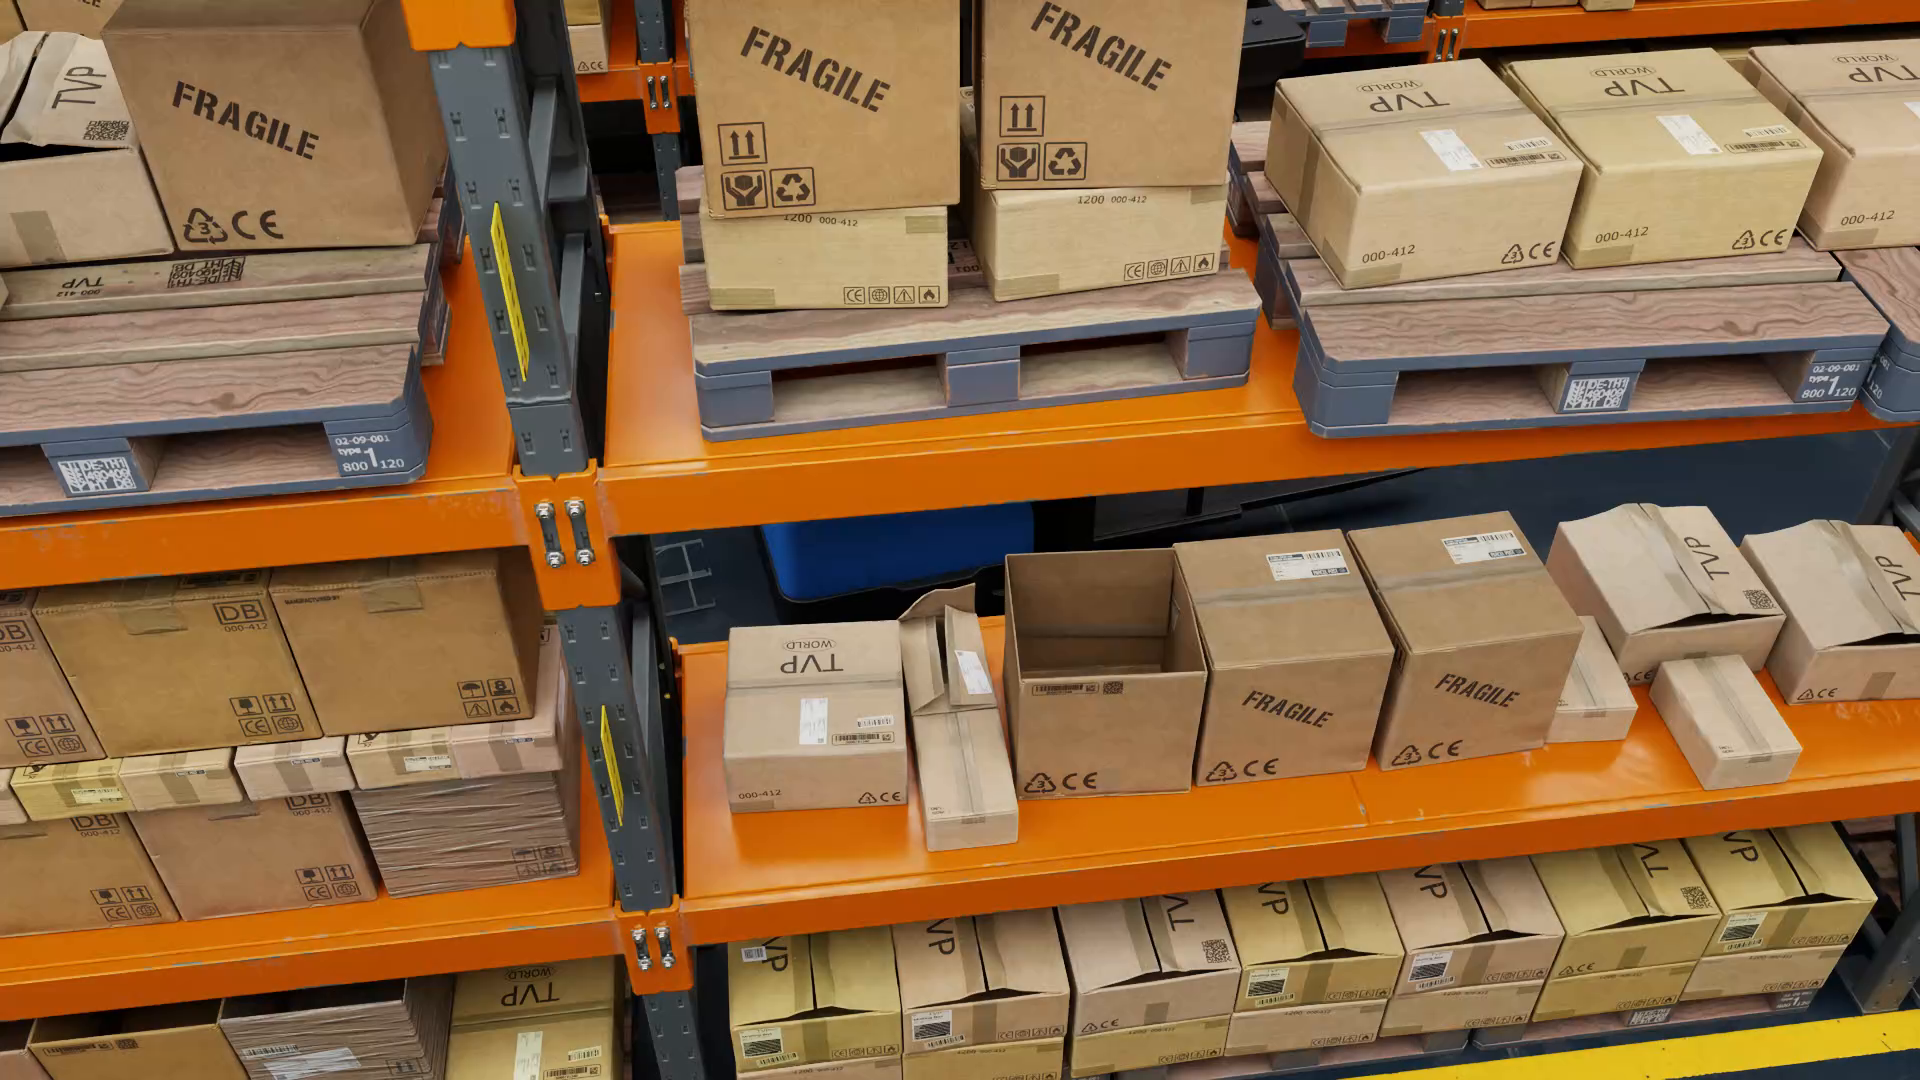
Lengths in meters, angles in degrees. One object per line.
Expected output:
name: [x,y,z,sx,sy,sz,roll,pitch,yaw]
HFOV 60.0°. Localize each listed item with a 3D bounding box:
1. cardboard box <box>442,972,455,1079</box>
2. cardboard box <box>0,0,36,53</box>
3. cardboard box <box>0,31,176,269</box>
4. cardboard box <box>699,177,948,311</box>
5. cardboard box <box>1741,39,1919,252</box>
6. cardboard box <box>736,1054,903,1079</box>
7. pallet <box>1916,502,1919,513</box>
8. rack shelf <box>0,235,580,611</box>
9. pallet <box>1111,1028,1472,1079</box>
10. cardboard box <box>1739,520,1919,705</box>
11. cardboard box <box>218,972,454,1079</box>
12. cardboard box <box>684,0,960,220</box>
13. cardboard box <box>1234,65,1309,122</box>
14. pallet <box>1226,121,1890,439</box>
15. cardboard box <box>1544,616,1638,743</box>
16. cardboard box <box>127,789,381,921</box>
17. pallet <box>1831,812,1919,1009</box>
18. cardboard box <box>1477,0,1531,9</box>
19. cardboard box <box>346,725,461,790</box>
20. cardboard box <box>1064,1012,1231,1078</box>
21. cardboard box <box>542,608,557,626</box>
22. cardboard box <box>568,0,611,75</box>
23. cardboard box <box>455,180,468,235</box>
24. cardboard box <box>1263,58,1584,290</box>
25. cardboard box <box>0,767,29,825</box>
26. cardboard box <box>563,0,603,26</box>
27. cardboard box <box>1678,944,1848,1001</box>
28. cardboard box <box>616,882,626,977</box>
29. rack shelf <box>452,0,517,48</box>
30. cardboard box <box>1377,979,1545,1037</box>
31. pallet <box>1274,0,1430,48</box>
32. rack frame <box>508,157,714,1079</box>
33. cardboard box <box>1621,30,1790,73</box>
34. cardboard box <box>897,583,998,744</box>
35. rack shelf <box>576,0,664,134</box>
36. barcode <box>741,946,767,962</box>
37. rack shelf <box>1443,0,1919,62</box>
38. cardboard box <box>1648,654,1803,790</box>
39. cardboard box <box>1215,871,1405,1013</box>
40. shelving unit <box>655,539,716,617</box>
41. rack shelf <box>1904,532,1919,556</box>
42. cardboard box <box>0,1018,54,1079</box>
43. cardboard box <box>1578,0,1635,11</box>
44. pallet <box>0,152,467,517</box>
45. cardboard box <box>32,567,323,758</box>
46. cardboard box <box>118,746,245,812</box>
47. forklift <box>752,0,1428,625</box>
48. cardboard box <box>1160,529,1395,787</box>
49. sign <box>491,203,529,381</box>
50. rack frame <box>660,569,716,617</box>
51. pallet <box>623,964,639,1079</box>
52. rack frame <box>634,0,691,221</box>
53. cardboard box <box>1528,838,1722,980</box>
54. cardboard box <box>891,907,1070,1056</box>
cardboard box: [-1.823,1.605,5.186,0.500,0.250,0.500,-5,42,-6]
cardboard box: [-4.503,-2.533,7.571,0.500,0.500,0.500,-5,42,-5]
cardboard box: [-1.963,-0.856,3.583,0.500,0.311,0.500,-7,43,-8]
cardboard box: [-0.282,-0.744,3.609,0.500,0.250,0.500,-1,42,-1]
cardboard box: [2.112,-0.910,3.793,0.500,0.250,0.500,-4,42,-4]
cardboard box: [-0.462,1.512,5.288,0.500,0.250,0.500,-6,42,-7]
pallet: [3.735,0.136,5.218,1.003,0.211,1.213,-5,42,-6]
rack shelf: [-2.877,-0.155,3.695,4.000,0.370,1.077,-5,42,-6]
pallet: [1.044,1.355,5.805,1.213,0.211,1.003,-5,42,-6]
cardboard box: [2.706,0.206,5.064,0.500,0.311,0.500,-3,42,-3]
cardboard box: [-1.823,1.325,4.936,0.500,0.500,0.500,-5,42,-6]
cardboard box: [-0.277,-1.002,3.336,0.500,0.500,0.500,-5,42,-5]
cardboard box: [1.719,-2.257,9.266,0.500,0.500,0.700,-4,42,-5]
pallet: [1.302,-0.656,3.854,1.213,0.211,1.003,-3,42,-4]
cardboard box: [1.815,0.412,4.957,0.250,0.149,0.380,-2,42,-2]
cardboard box: [-1.855,0.573,4.515,0.500,0.500,0.700,-5,42,-6]
pallet: [3.817,1.166,6.015,1.213,0.211,1.003,-5,42,-6]
cardboard box: [2.783,-2.908,8.622,0.250,0.149,0.380,-6,42,-6]
cardboard box: [-1.381,0.426,4.195,0.250,0.149,0.380,-6,42,-6]
cardboard box: [0.558,1.422,5.389,0.500,0.250,0.500,-6,42,-7]
cardboard box: [-1.186,0.134,4.518,0.250,0.149,0.380,-5,42,-6]
cardboard box: [-1.970,-2.481,8.074,0.500,0.250,0.500,-5,42,-5]
cardboard box: [-2.564,-1.890,8.859,0.500,0.500,0.500,-8,43,-9]
cardboard box: [1.010,-0.822,3.696,0.500,0.250,0.500,-8,43,-9]
cardboard box: [-2.395,0.515,4.096,0.250,0.149,0.380,-4,42,-4]
cardboard box: [-1.969,-2.756,7.818,0.500,0.500,0.500,-5,42,-6]
cardboard box: [2.582,1.243,5.587,0.500,0.250,0.500,-4,42,-5]
cardboard box: [-1.393,1.222,5.611,0.500,0.250,0.500,-5,42,-6]
rack shelf: [1.089,-1.468,3.210,4.000,0.370,1.077,-5,42,-6]
cardboard box: [1.572,1.332,5.488,0.500,0.250,0.500,-4,42,-5]
pallet: [1.733,-2.915,8.601,1.003,0.211,1.213,-5,42,-6]
rack frame: [-0.894,0.518,4.652,0.127,3.000,1.000,-5,42,-6]
cardboard box: [4.042,-2.526,9.317,0.750,0.750,0.750,-5,42,-6]
cardboard box: [-0.046,0.369,4.917,0.258,0.266,0.396,-6,42,-7]
rack shelf: [-3.523,-2.331,8.347,4.000,0.370,1.077,-5,42,-6]
barcode: [-0.587,1.180,4.738,0.075,0.075,0.001,-5,42,-6]
rack shelf: [4.409,-3.026,9.117,4.000,0.370,1.077,-5,42,-6]
cardboard box: [2.216,0.525,4.831,0.250,0.149,0.380,-5,42,-6]
cardboard box: [1.072,1.170,5.250,0.500,0.311,0.500,-4,42,-4]
shelving unit: [-1.656,0.258,7.034,1.200,0.189,0.258,-12,43,-13]
rack shelf: [5.055,0.264,5.470,4.000,0.370,1.077,-5,42,-6]
cardboard box: [-2.812,1.424,4.826,0.500,0.500,0.500,-5,42,-6]
cardboard box: [3.308,-2.891,8.604,0.250,0.149,0.380,-4,42,-4]
pallet: [-1.736,-0.472,3.576,1.213,0.211,1.003,-5,42,-6]
cardboard box: [-1.834,0.086,4.087,0.500,0.500,0.700,-5,42,-6]
cardboard box: [-1.901,0.474,4.142,0.250,0.149,0.380,-5,42,-6]
forklift: [0.600,-1.203,6.611,3.031,2.935,1.130,-11,43,-12]
cardboard box: [0.889,0.335,4.779,0.500,0.500,0.500,-5,42,-5]
sign: [-0.821,-0.449,3.039,0.005,0.325,0.100,-5,42,-6]
rack frame: [-1.656,0.326,7.096,1.200,0.006,0.240,-12,43,-13]
pallet: [-1.688,1.594,5.540,1.213,0.211,1.003,-5,42,-6]
rack frame: [-1.540,-2.772,8.299,0.127,3.000,1.000,-5,42,-6]
cardboard box: [2.070,1.086,5.343,0.500,0.311,0.500,-6,42,-6]
cardboard box: [0.045,1.264,5.145,0.500,0.311,0.500,-5,42,-6]
